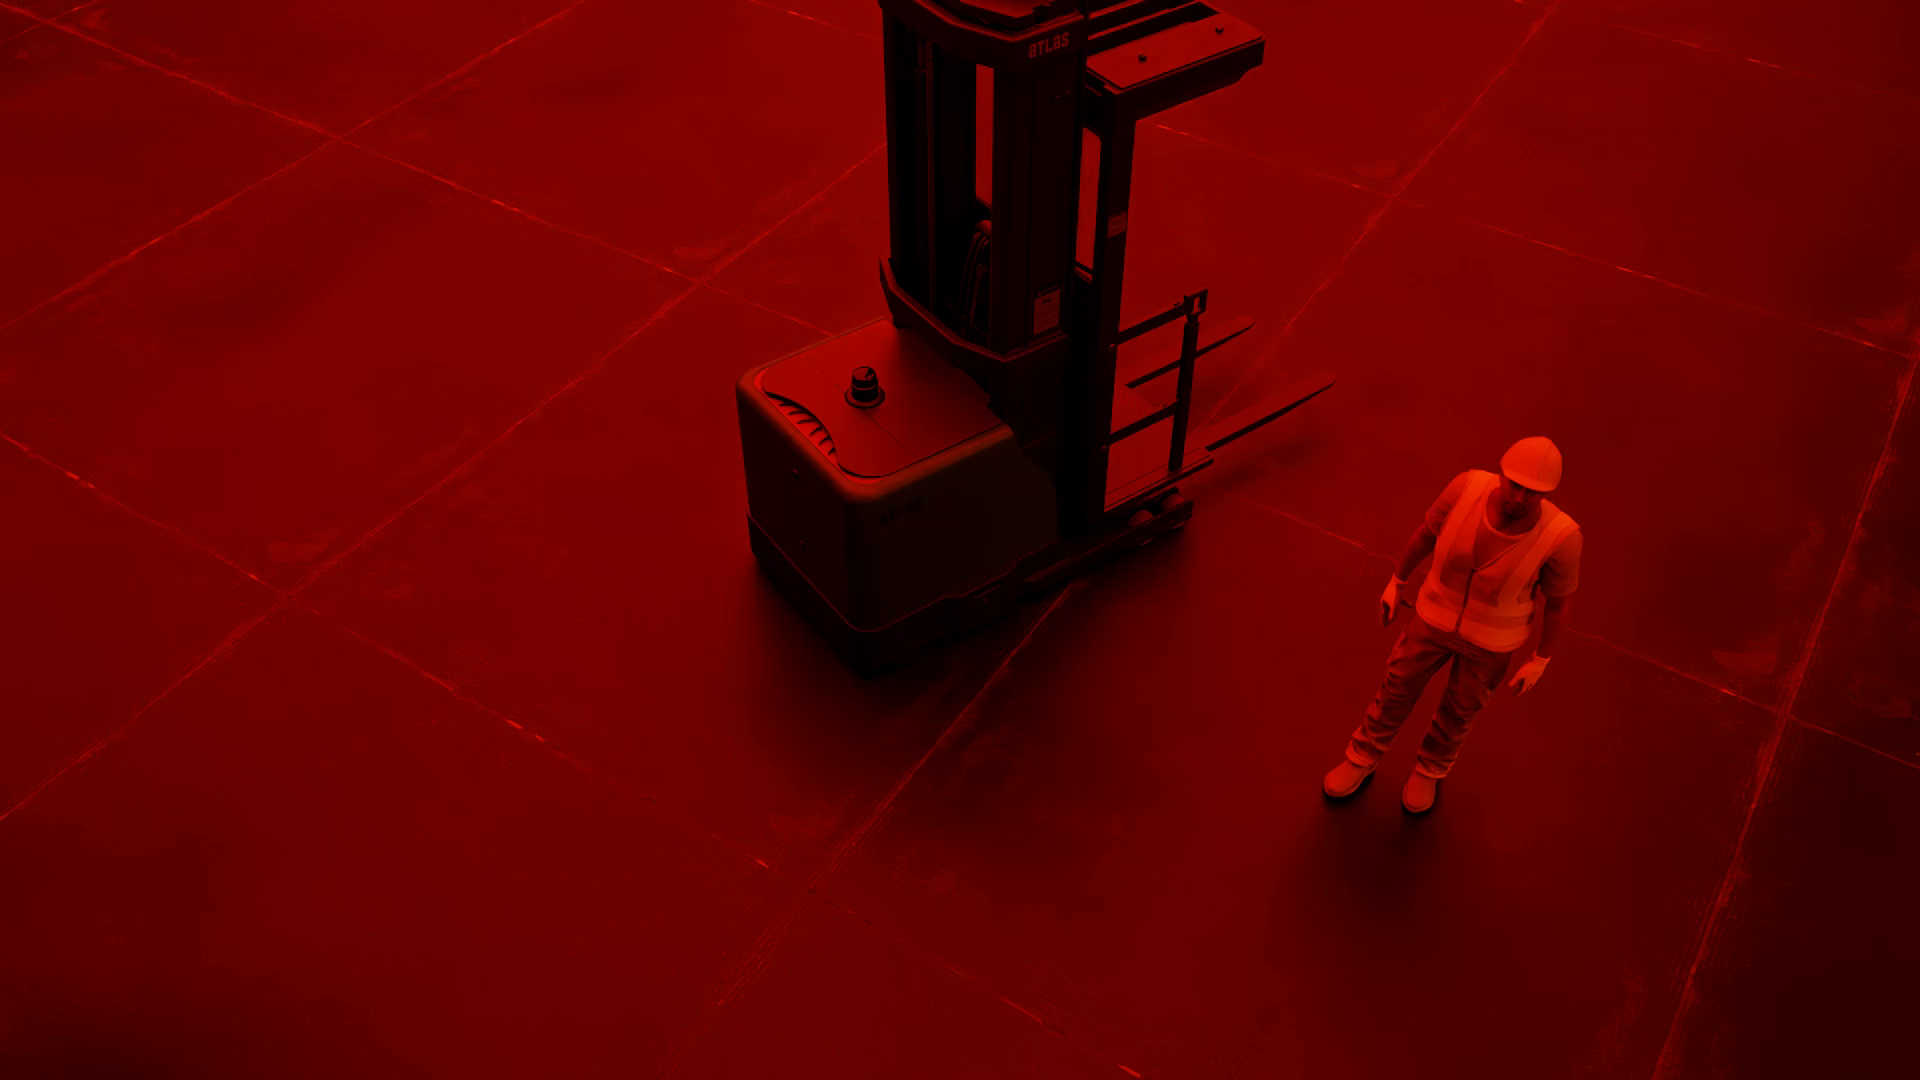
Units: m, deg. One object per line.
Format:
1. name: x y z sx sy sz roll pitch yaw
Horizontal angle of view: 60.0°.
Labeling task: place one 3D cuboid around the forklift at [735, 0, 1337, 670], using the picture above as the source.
1. forklift: 0.509 -1.313 7.233 3.031 2.935 1.130 -26 49 -25

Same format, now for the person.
1. person: 1.886 0.365 6.289 0.661 1.784 0.578 27 50 25
